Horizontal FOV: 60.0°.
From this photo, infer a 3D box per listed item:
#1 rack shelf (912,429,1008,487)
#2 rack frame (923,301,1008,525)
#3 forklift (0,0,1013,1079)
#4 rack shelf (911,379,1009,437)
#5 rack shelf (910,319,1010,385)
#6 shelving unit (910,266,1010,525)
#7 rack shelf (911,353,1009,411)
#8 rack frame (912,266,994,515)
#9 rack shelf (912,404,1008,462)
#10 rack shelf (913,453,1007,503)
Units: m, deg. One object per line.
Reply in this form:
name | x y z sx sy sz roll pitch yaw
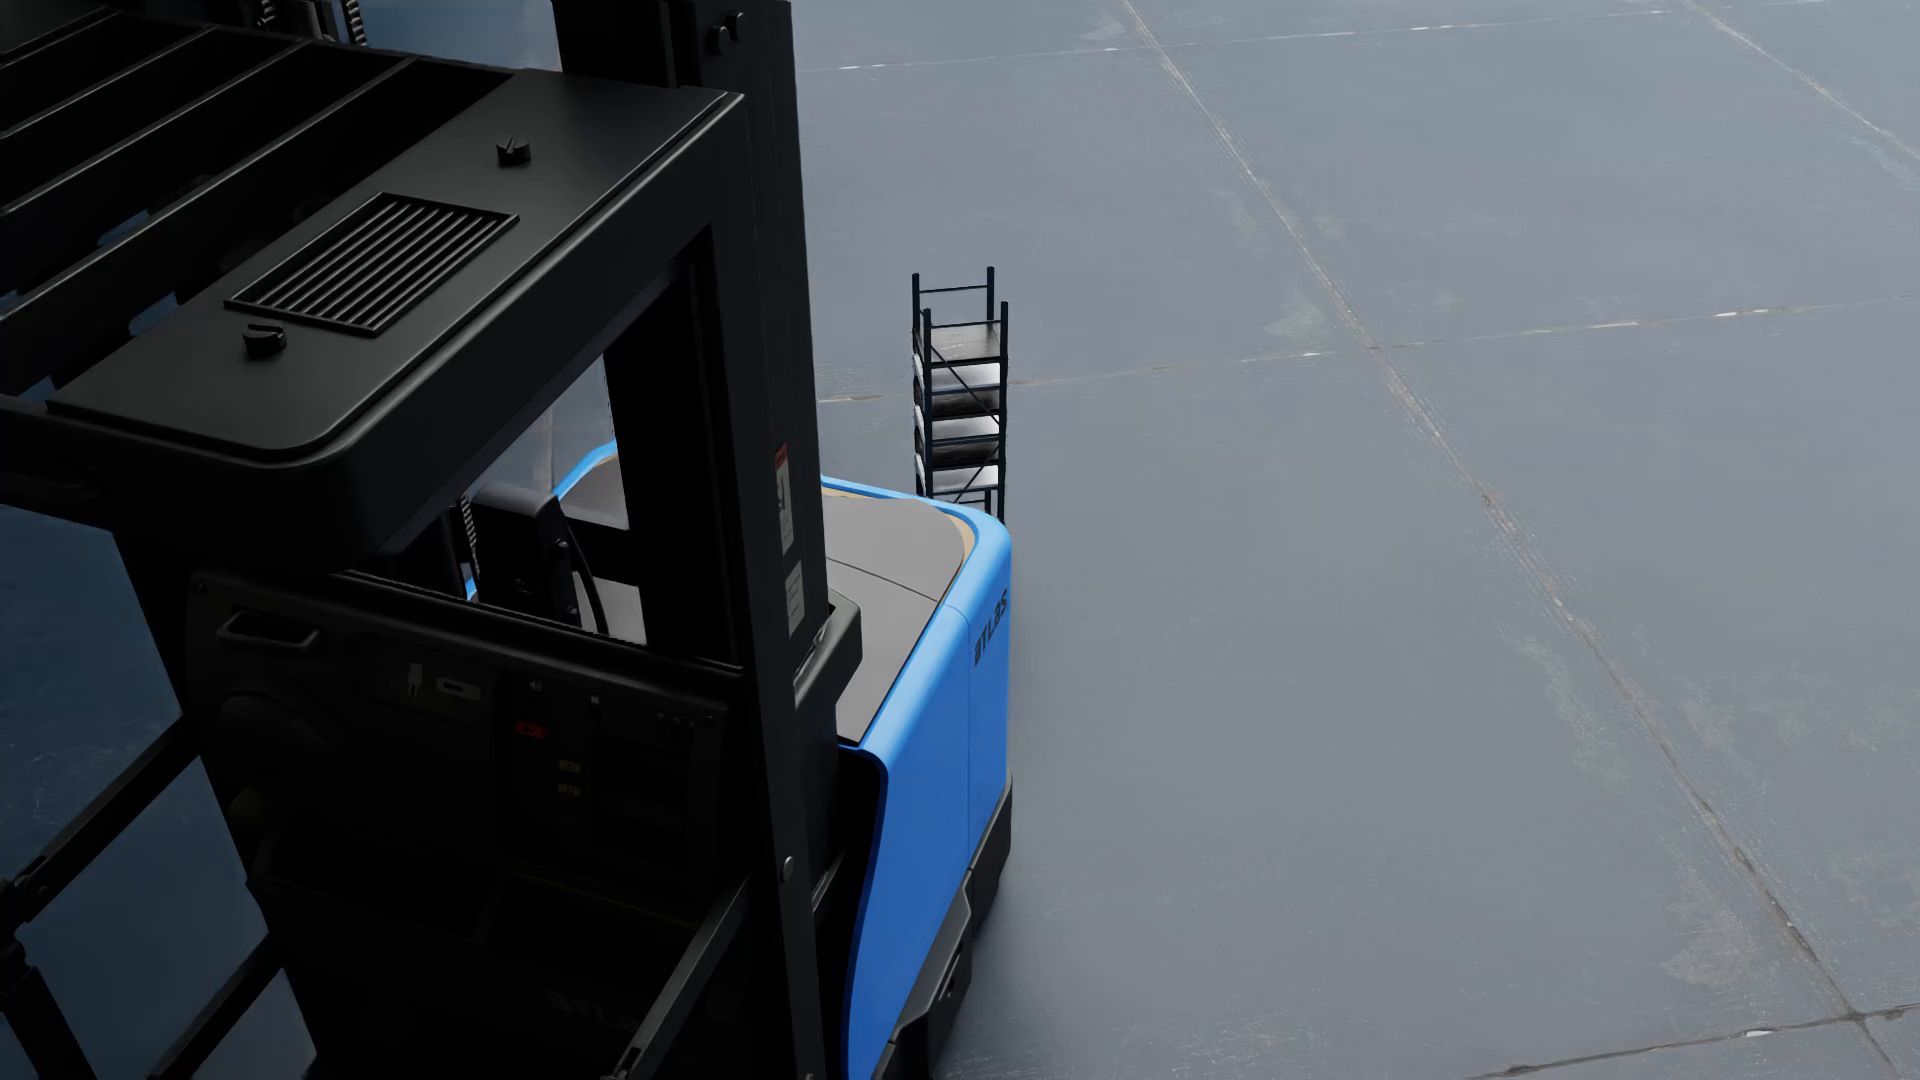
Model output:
rack shelf | -0.001 -0.263 5.056 0.258 0.077 0.200 -6 38 -8
rack frame | 0.016 -0.299 4.901 0.240 0.900 0.006 -6 38 -8
forklift | -0.848 0.386 2.364 1.130 2.935 3.031 12 40 15
rack shelf | -0.001 -0.405 4.945 0.258 0.077 0.200 -6 38 -8
rack shelf | -0.001 -0.547 4.835 0.258 0.077 0.200 -6 38 -8
shelving unit | -0.001 -0.360 4.980 0.258 0.900 0.210 -6 38 -8
rack shelf | -0.001 -0.476 4.890 0.258 0.077 0.200 -6 38 -8
rack frame | -0.019 -0.422 5.059 0.240 0.900 0.006 -6 38 -8
rack shelf | -0.001 -0.334 5.001 0.258 0.077 0.200 -6 38 -8
rack shelf | -0.001 -0.192 5.111 0.258 0.077 0.200 -6 38 -8
